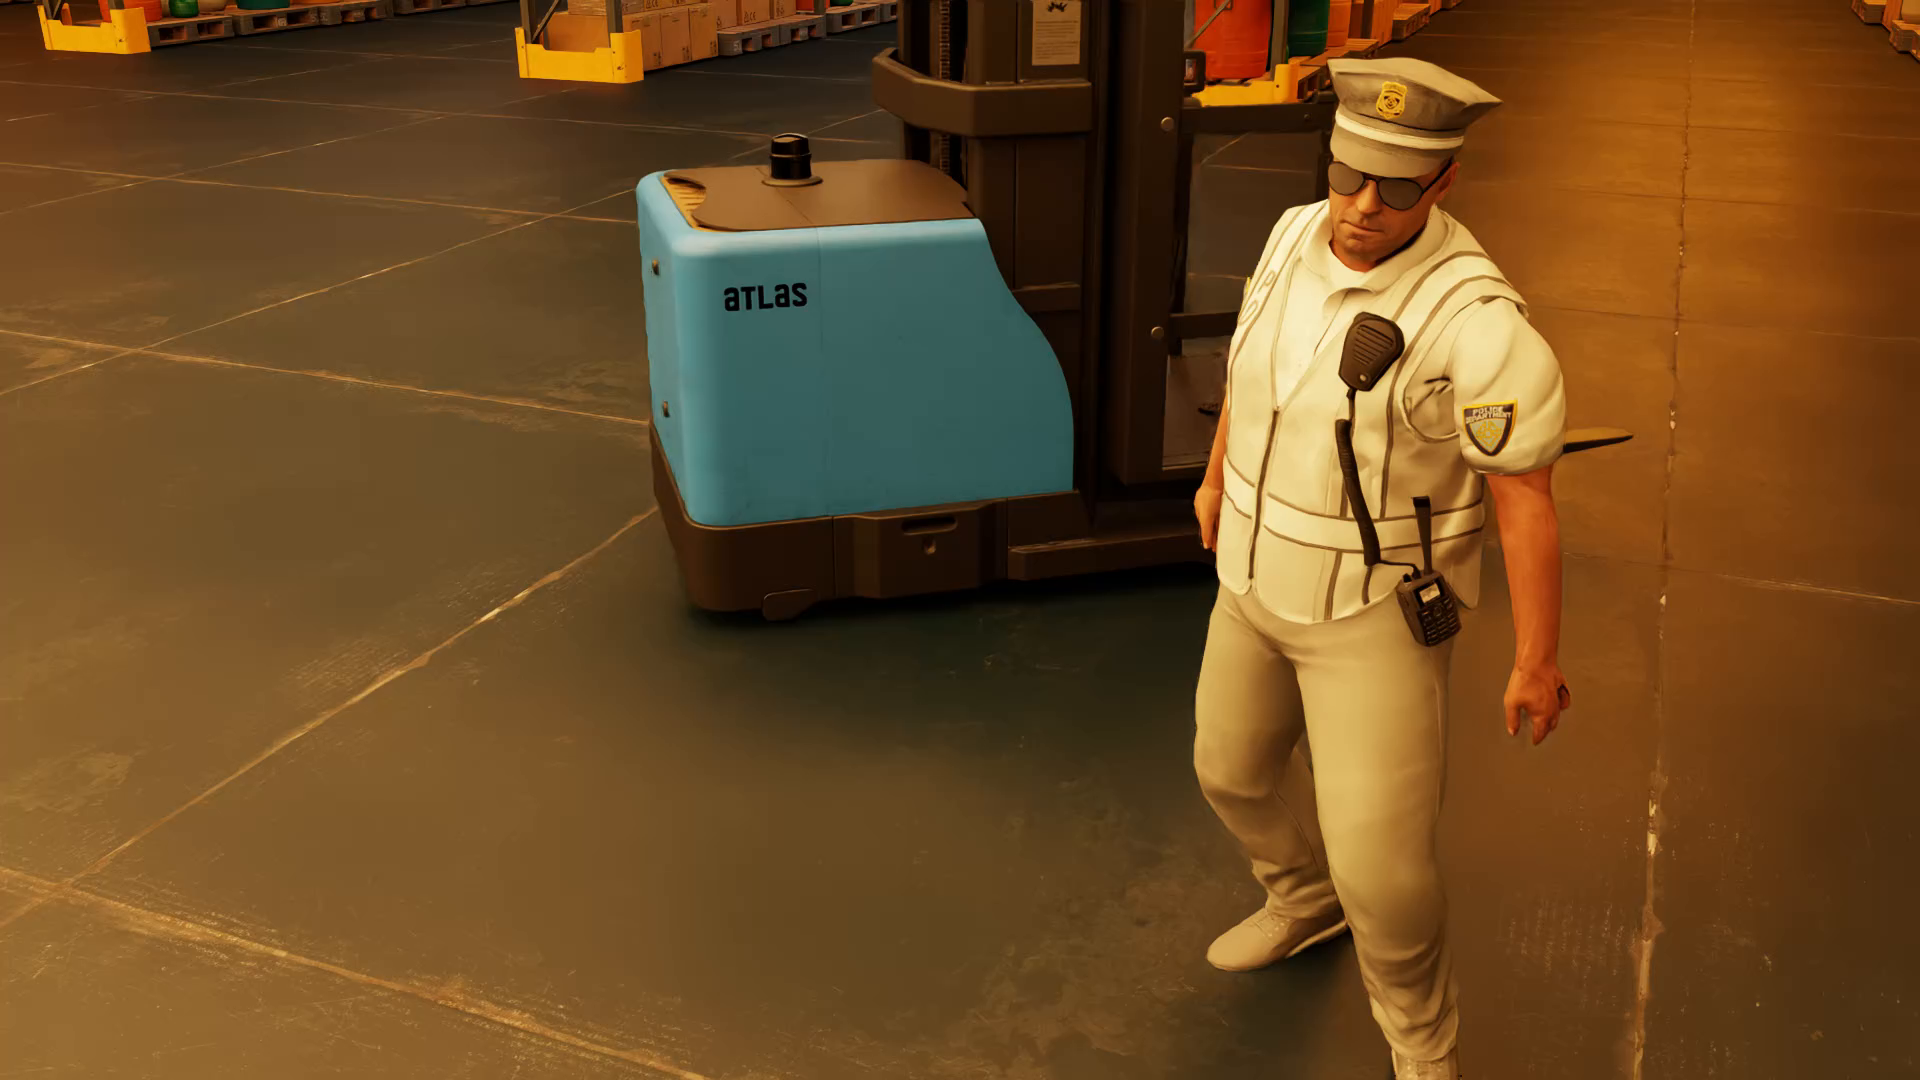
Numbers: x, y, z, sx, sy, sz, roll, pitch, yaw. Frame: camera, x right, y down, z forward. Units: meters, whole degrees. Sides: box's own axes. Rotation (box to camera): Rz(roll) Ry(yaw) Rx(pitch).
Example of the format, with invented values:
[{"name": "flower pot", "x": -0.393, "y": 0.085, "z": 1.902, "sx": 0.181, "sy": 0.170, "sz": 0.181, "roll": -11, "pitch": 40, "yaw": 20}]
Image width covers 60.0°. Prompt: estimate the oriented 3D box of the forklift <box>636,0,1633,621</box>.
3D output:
[{"name": "forklift", "x": 0.606, "y": -1.440, "z": 4.738, "sx": 3.031, "sy": 2.935, "sz": 1.130, "roll": -6, "pitch": 24, "yaw": -15}]
